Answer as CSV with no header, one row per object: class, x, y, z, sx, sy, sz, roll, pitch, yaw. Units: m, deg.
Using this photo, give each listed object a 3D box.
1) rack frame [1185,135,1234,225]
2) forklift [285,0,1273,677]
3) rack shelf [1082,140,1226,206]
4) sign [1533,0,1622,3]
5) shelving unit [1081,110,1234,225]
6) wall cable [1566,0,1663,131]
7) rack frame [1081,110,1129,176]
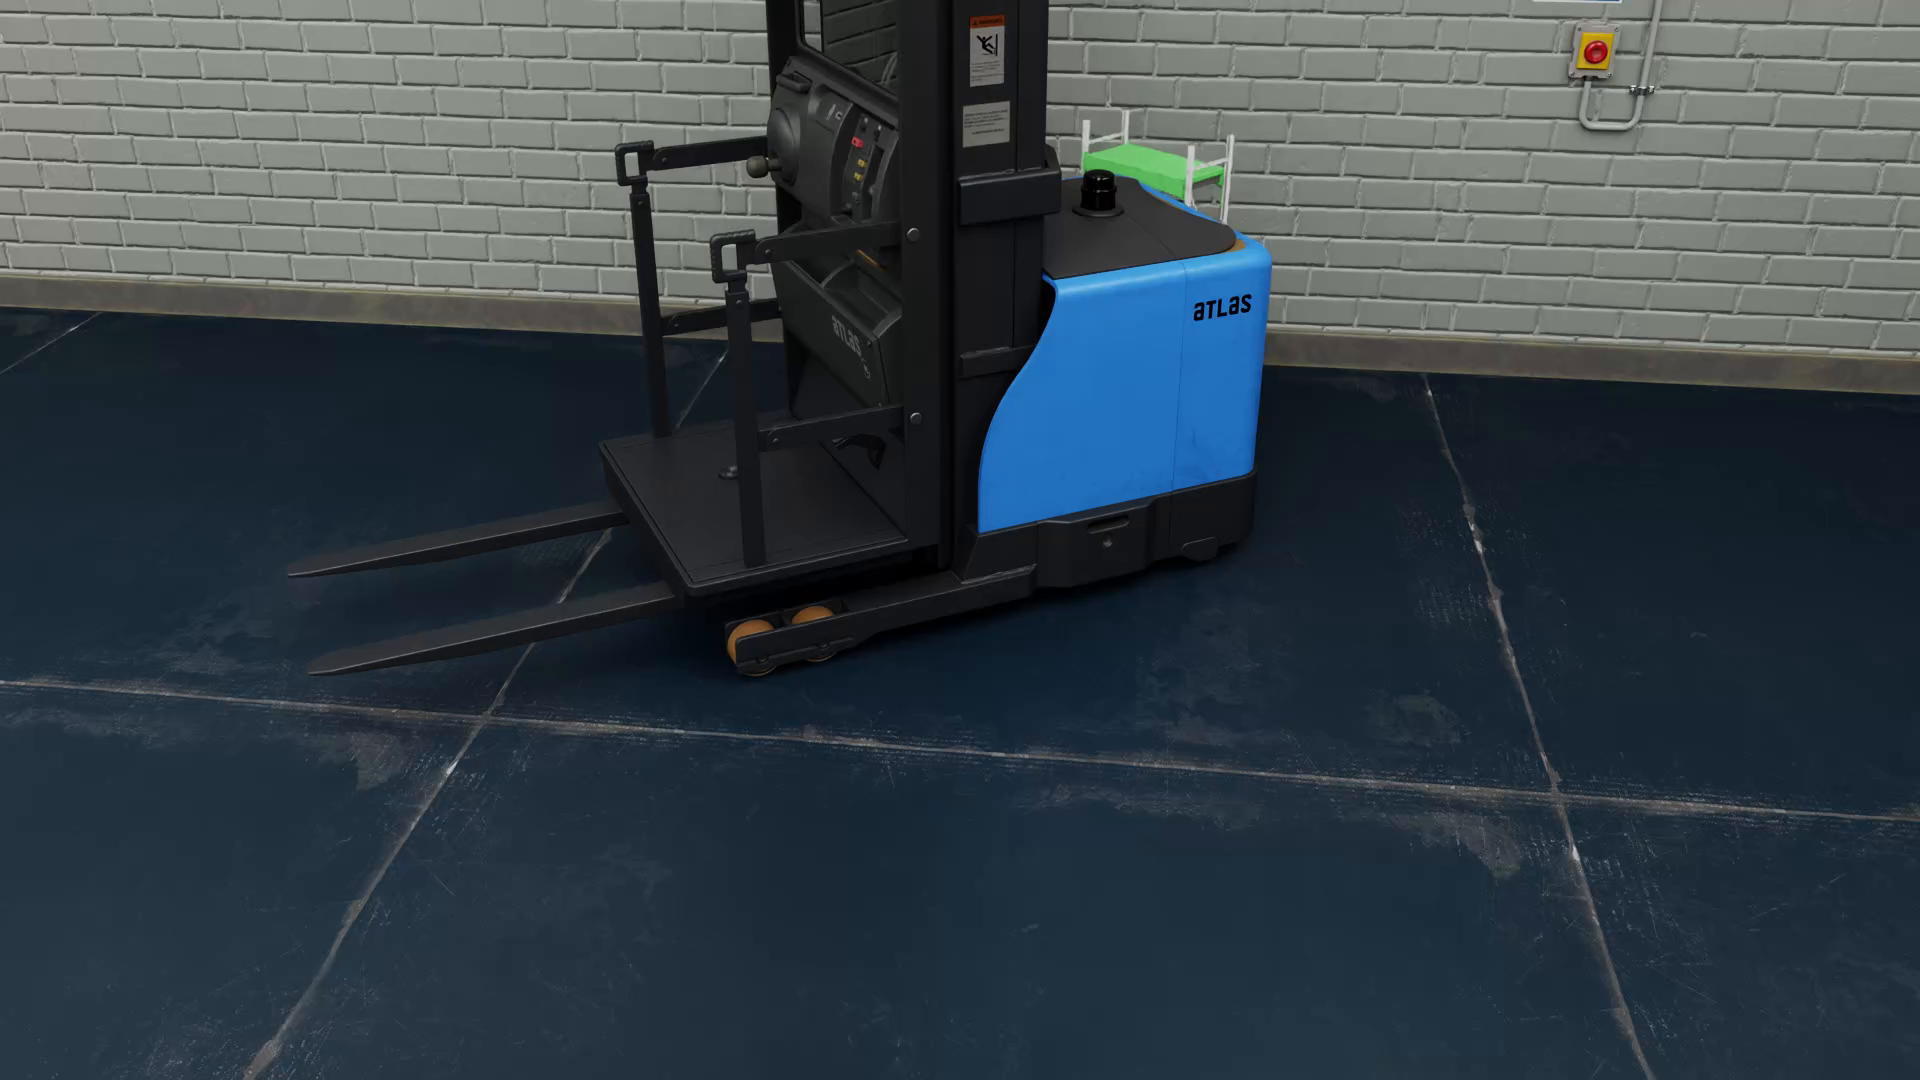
rack frame,0.872,-0.863,6.083,0.240,1.200,0.015,-24,36,-38
forklift,-0.565,-1.167,4.826,3.031,2.935,1.130,-12,31,-22
rack shelf,0.707,-1.315,6.044,0.258,0.148,0.480,-24,36,-38
sign,2.349,-2.144,6.281,0.327,0.218,0.001,3,28,6
shelving unit,0.702,-0.947,6.238,0.258,1.200,0.503,-24,36,-38
wall cable,2.390,-2.454,6.038,0.585,1.953,0.123,3,28,6
rack frame,0.533,-1.030,6.392,0.240,1.200,0.015,-24,36,-38
